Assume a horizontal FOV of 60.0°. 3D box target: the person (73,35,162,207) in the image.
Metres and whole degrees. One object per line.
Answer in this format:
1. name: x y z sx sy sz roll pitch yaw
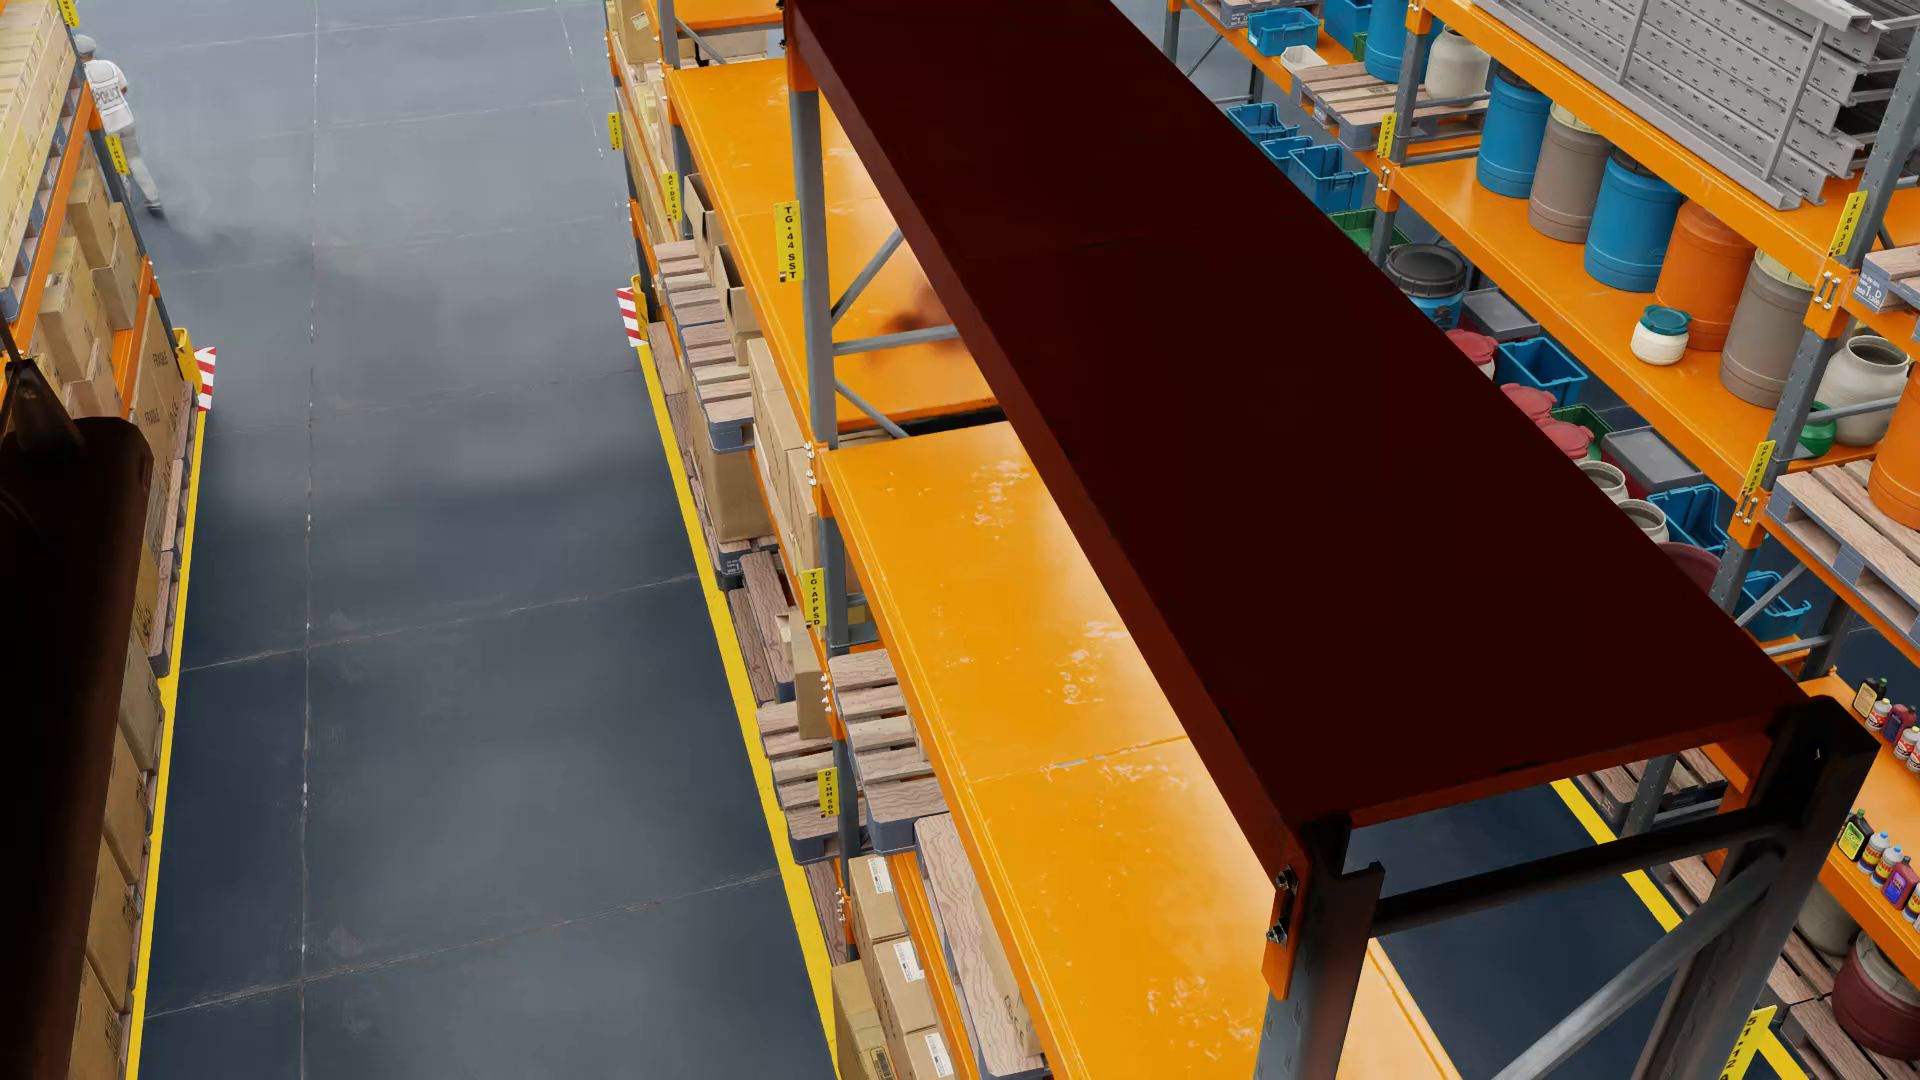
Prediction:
1. person: -8.513 -4.144 16.645 0.837 1.784 0.692 21 43 24
